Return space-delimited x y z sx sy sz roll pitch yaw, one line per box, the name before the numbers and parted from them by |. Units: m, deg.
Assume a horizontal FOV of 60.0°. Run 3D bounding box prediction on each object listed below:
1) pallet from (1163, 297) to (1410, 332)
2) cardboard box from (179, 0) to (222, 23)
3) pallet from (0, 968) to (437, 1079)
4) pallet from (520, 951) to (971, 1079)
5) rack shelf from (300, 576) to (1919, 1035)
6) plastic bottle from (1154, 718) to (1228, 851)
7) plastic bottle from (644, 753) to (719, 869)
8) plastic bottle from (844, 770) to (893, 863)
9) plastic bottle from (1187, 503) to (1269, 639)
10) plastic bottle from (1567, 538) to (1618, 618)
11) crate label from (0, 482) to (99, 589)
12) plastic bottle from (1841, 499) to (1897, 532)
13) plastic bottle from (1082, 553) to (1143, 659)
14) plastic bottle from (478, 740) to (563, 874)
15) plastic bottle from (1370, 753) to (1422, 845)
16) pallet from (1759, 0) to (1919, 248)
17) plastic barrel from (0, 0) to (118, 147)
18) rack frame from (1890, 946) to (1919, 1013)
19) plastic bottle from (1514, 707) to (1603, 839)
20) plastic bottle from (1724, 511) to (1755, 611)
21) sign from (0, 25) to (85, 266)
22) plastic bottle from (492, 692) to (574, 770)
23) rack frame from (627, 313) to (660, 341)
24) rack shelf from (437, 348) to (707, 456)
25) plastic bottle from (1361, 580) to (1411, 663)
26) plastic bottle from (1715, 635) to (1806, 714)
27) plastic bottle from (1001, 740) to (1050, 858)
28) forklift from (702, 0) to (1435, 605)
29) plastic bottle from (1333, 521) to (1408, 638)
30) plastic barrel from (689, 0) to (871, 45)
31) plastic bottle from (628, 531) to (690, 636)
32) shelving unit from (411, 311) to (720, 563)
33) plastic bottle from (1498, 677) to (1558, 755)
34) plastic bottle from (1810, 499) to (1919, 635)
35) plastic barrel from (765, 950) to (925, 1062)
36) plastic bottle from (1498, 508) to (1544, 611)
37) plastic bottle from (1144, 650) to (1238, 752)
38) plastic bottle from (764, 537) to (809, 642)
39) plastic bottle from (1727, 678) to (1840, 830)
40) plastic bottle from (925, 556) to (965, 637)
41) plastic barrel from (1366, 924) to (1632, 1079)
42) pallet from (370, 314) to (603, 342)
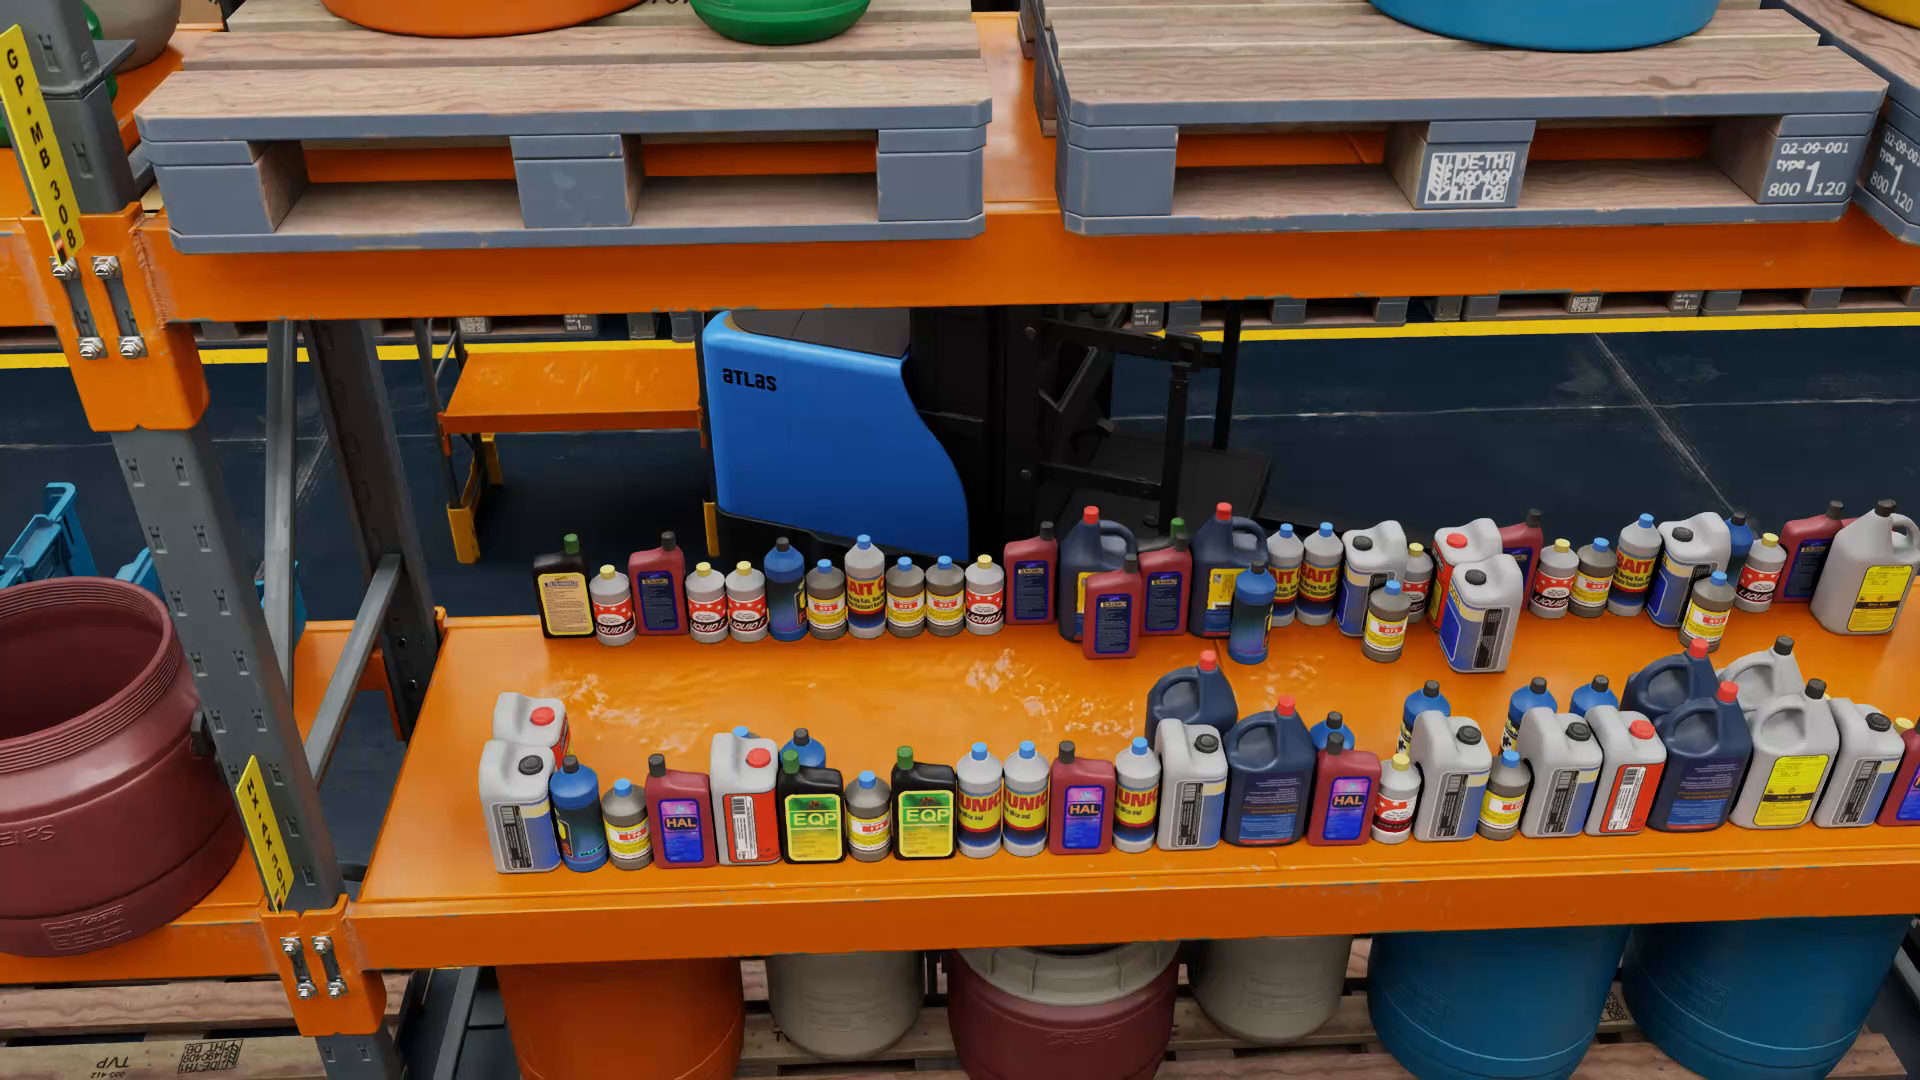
pallet | 1.603 -1.416 8.611 1.213 0.211 1.003 -2 35 -2
cardboard box | -3.257 -2.485 7.618 0.500 0.500 0.500 -3 35 -5
pallet | -2.127 1.462 4.451 1.213 0.211 1.003 -2 35 -2
pallet | -0.565 1.419 4.515 1.213 0.211 1.003 -2 35 -2
rack shelf | 0.647 0.559 3.939 4.000 0.370 1.077 -2 35 -2
plastic bottle | 0.482 0.503 3.497 0.135 0.276 0.152 -2 35 -2
plastic bottle | -0.573 0.554 3.416 0.133 0.283 0.061 -2 35 -2
plastic bottle | -0.191 0.567 3.469 0.097 0.201 0.097 0 35 0
plastic bottle | 0.653 0.064 4.065 0.185 0.351 0.144 -2 35 -2
plastic bottle | 1.584 0.087 4.163 0.097 0.201 0.097 0 35 0
crate label | -2.356 0.175 3.830 0.616 0.435 0.502 -2 35 -2
plastic bottle | 2.258 0.025 4.181 0.133 0.283 0.061 -2 35 -2
plastic bottle | 0.366 0.158 3.989 0.133 0.283 0.061 -2 35 -2
plastic bottle | -0.903 0.540 3.443 0.135 0.276 0.152 -2 35 -2
plastic bottle | 0.917 0.537 3.512 0.097 0.201 0.097 0 35 0
pallet | 1.866 -0.870 2.901 1.003 0.211 1.213 -2 35 -2
plastic barrel | -1.595 -0.817 2.795 0.294 0.245 0.294 0 35 0
rack frame | 2.645 0.209 3.812 0.127 3.000 1.000 -2 35 -2
plastic bottle | 1.263 0.482 3.527 0.135 0.276 0.152 -2 35 -2
plastic bottle | 1.913 0.049 4.156 0.097 0.271 0.097 0 35 0
sign | -1.318 -0.561 2.381 0.005 0.325 0.100 -2 35 -2
plastic bottle | -0.911 0.454 3.568 0.135 0.276 0.152 -2 35 -2
rack frame | -1.582 -2.499 7.725 0.127 3.000 1.000 -2 35 -2
rack shelf | -1.487 -0.559 6.555 1.000 0.185 0.538 -2 35 -2
plastic bottle | 1.032 0.188 4.016 0.097 0.201 0.097 0 35 0
plastic bottle | 1.735 0.358 3.640 0.185 0.351 0.144 -2 35 -2
plastic bottle | 0.137 0.530 3.462 0.097 0.271 0.097 0 35 0
forklift | 0.627 -1.059 5.705 3.031 2.935 1.130 11 36 16
plastic bottle | 1.008 0.087 4.097 0.135 0.276 0.152 -2 35 -2
plastic barrel | -0.282 -0.923 2.580 0.294 0.245 0.294 0 35 0
plastic bottle | -0.737 0.105 4.064 0.133 0.283 0.061 -2 35 -2
shelving unit | -1.478 -0.707 6.453 1.083 1.500 0.587 -2 35 -2
plastic bottle | 1.239 0.413 3.630 0.097 0.271 0.097 0 35 0
plastic bottle | 2.237 0.056 4.077 0.185 0.351 0.144 -2 35 -2
plastic barrel | -0.303 1.078 4.373 0.421 0.512 0.421 0 35 0
plastic bottle | 1.371 0.048 4.147 0.133 0.283 0.061 -2 35 -2
plastic bottle | 0.500 0.387 3.598 0.185 0.351 0.144 -2 35 -2
plastic bottle | -0.426 0.112 4.065 0.097 0.271 0.097 0 35 0
plastic bottle | 1.742 0.440 3.521 0.185 0.351 0.144 -2 35 -2
plastic bottle | -0.037 0.131 4.100 0.097 0.201 0.097 0 35 0
plastic barrel | 1.393 0.923 4.255 0.708 0.901 0.600 -2 35 -2
pallet | -2.406 -1.352 8.518 1.213 0.211 1.003 -2 35 -2
